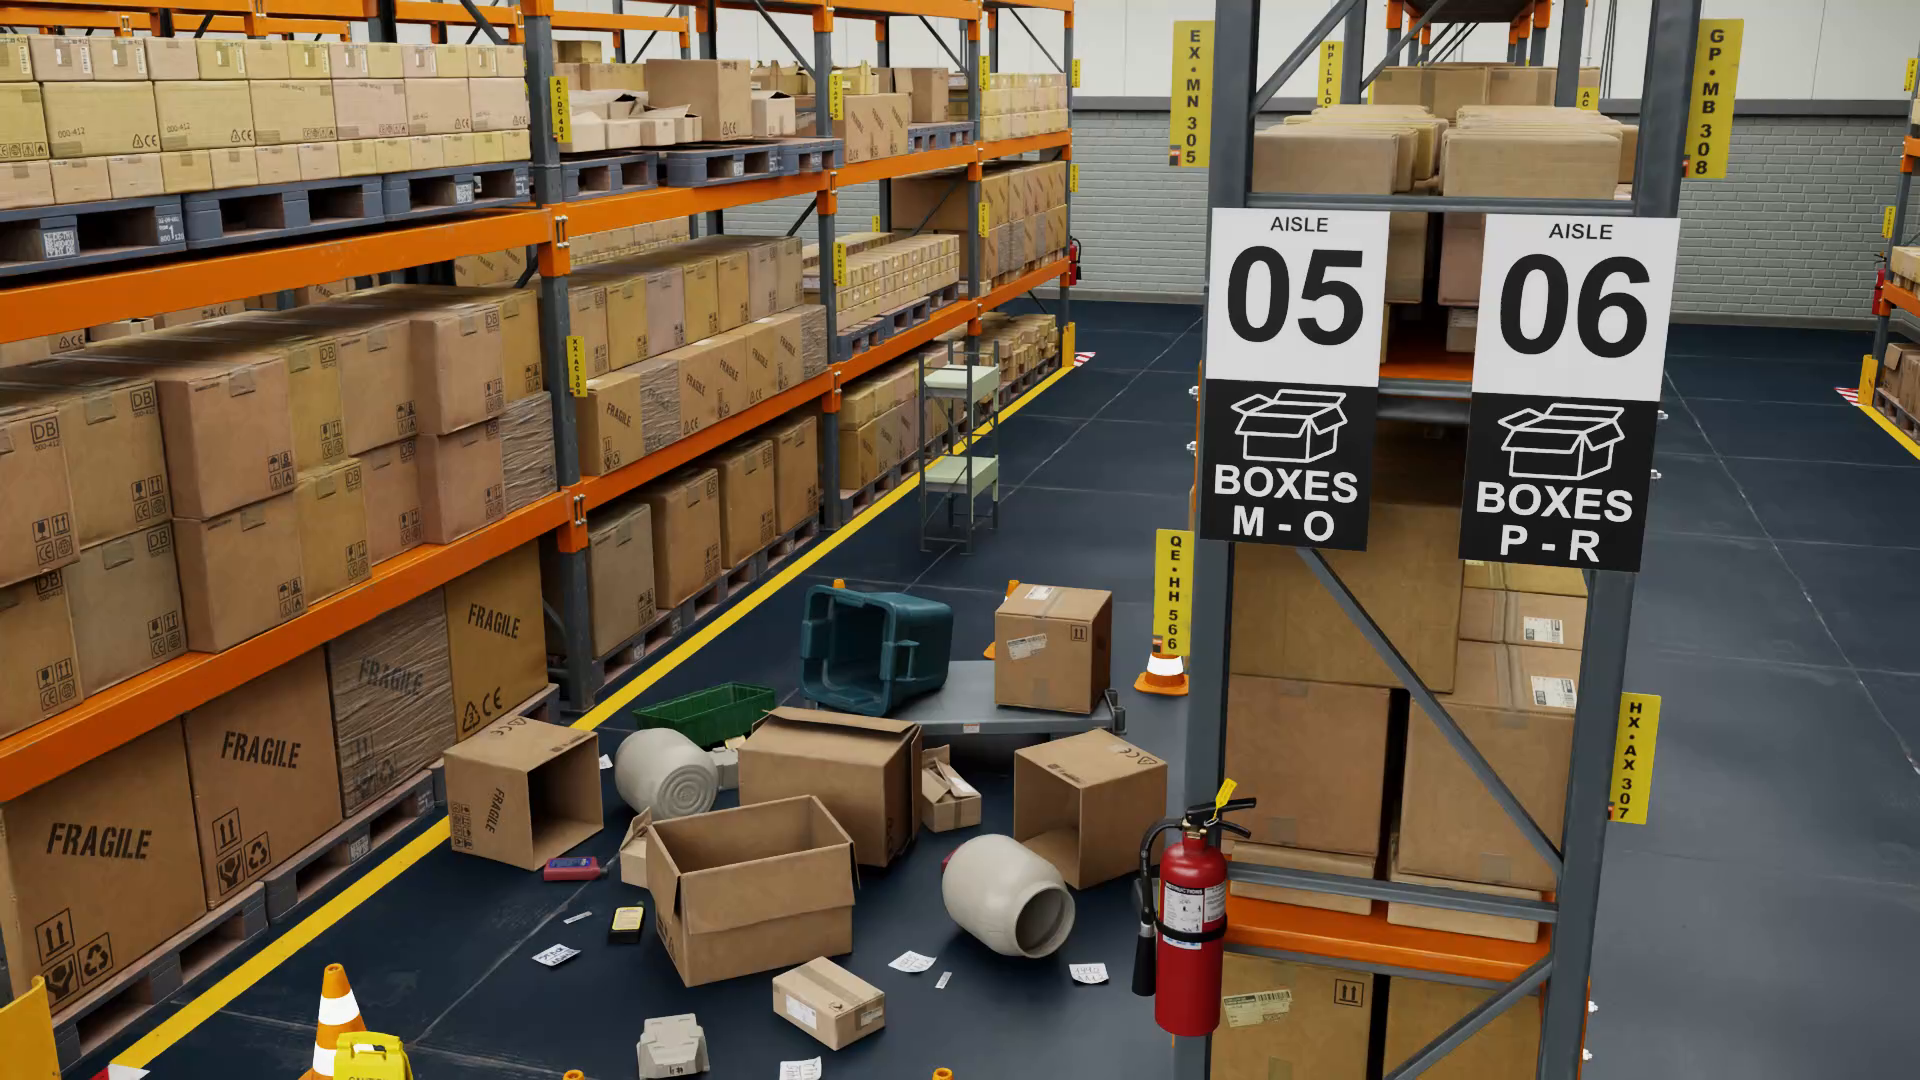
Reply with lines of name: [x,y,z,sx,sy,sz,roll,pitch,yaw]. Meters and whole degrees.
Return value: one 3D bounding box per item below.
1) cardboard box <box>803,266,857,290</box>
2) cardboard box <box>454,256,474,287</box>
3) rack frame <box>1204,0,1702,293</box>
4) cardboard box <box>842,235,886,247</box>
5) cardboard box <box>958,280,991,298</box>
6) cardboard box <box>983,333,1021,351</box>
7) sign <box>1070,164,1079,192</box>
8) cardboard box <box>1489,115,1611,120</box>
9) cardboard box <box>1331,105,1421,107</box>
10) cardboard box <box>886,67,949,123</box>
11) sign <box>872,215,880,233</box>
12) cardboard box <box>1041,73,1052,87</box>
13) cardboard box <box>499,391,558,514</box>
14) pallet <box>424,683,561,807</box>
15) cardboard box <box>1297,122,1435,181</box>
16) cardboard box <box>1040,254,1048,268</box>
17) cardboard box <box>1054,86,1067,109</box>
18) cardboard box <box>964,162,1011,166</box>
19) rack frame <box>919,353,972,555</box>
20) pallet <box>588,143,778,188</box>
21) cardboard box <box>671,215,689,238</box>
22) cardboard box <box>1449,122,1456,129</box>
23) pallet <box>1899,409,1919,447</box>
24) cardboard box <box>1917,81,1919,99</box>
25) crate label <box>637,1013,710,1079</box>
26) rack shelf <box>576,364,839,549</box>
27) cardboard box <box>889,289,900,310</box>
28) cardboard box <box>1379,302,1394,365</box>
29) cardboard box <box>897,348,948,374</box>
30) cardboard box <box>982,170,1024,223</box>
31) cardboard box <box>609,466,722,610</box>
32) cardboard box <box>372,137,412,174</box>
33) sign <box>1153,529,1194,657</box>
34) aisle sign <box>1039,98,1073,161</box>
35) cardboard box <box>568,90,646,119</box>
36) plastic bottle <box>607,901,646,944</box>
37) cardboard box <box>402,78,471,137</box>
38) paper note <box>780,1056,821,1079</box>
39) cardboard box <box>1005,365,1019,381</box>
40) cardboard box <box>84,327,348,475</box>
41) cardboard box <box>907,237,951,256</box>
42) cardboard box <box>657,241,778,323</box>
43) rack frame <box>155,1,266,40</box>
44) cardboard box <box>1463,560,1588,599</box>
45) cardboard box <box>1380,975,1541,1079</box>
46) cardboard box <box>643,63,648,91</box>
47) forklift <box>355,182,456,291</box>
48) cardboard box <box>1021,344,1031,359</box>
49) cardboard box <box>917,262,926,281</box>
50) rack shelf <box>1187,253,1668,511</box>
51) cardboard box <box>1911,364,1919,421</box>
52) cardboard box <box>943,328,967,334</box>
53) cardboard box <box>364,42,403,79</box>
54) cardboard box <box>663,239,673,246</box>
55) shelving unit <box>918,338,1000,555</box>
cardboard box: [-1.047,-2.104,13.349,0.380,0.149,0.250,4,16,14]
cardboard box: [-5.188,-2.656,16.512,0.500,0.500,0.500,4,16,15]
rack frame: [1.063,-1.996,3.374,1.000,3.000,0.127,5,16,16]
cardboard box: [-0.927,-2.833,15.921,0.380,0.149,0.250,5,17,17]
cardboard box: [0.093,-2.534,16.727,0.380,0.149,0.250,5,17,18]
cardboard box: [0.464,-2.204,18.467,0.380,0.149,0.250,5,17,16]
sign: [1.362,-4.314,19.839,0.100,0.325,0.005,5,16,16]
cardboard box: [1.970,-1.349,5.590,0.380,0.149,0.250,5,17,17]
cardboard box: [1.798,-1.805,7.197,0.380,0.149,0.250,4,16,15]
cardboard box: [-0.514,-4.209,15.722,0.700,0.500,0.500,5,16,16]
sign: [-0.824,-3.063,16.544,0.100,0.325,0.005,5,16,16]
cardboard box: [0.815,-5.145,18.601,0.380,0.149,0.250,5,17,17]
cardboard box: [-2.668,-0.488,8.778,0.875,0.550,0.550,5,16,16]
pallet: [-2.866,1.021,8.843,1.003,0.211,1.213,5,16,16]
cardboard box: [1.163,-1.122,4.789,0.380,0.149,0.250,5,17,16]
cardboard box: [0.800,-3.227,19.171,0.380,0.149,0.250,5,17,17]
cardboard box: [0.949,-5.124,19.259,0.500,0.250,0.500,4,16,14]
cardboard box: [0.316,-4.096,19.211,0.500,0.500,0.500,5,17,17]
rack frame: [-0.106,-0.624,12.281,0.400,1.500,0.023,5,16,16]
pallet: [-1.885,-2.447,10.807,1.003,0.211,1.213,5,17,18]
cardboard box: [-3.774,-3.987,21.120,0.500,0.250,0.500,4,16,15]
cardboard box: [2.227,-1.893,8.014,0.500,0.250,0.500,4,16,15]
pallet: [9.774,-1.023,16.050,1.003,0.211,1.213,5,16,16]
cardboard box: [10.003,-4.569,16.759,0.500,0.250,0.500,4,16,15]
crate label: [-1.048,1.848,6.064,0.250,0.136,0.298,-4,16,-13]
rack shelf: [-2.006,-0.690,11.085,1.077,0.370,4.000,5,16,16]
cardboard box: [-0.742,-2.089,14.390,0.380,0.149,0.250,5,17,17]
cardboard box: [0.897,-0.547,4.223,0.380,0.149,0.250,5,17,16]
cardboard box: [-0.429,-1.619,15.476,0.500,0.250,0.500,5,17,19]
cardboard box: [0.366,-3.644,17.619,0.500,0.500,0.500,5,17,17]
cardboard box: [-2.207,-0.055,10.878,1.050,0.750,0.750,5,16,16]
cardboard box: [-2.660,-1.700,7.336,0.380,0.149,0.250,5,17,17]
sign: [0.537,0.133,4.162,0.100,0.325,0.005,5,16,16]
aisle sign: [1.144,-4.899,19.841,0.394,0.787,0.004,5,16,16]
cardboard box: [-2.287,-2.639,10.351,0.500,0.311,0.500,4,16,14]
plastic bottle: [-1.405,1.611,7.036,0.133,0.061,0.283,-1,16,-3]
cardboard box: [-2.612,-1.997,7.651,0.500,0.250,0.500,5,16,16]
paper note: [-0.577,1.917,6.014,0.148,0.019,0.142,-1,16,-3]
cardboard box: [0.440,-1.850,18.309,0.380,0.149,0.250,4,16,14]
cardboard box: [-3.186,-0.588,7.153,0.875,0.550,0.500,5,16,16]
cardboard box: [-0.304,-2.783,15.745,0.380,0.149,0.250,4,16,14]
cardboard box: [-1.717,-1.840,11.803,0.700,0.500,0.500,4,16,15]
rack frame: [-6.165,-4.857,13.462,1.000,3.000,0.127,5,16,16]
cardboard box: [1.752,0.328,5.448,0.500,0.500,0.500,4,16,15]
cardboard box: [1.564,1.455,5.099,0.500,0.500,0.500,4,16,14]
cardboard box: [-3.988,-5.665,20.672,0.700,0.500,0.500,4,16,13]
forklift: [-4.840,-1.672,13.354,3.031,2.935,1.130,0,16,-1]
cardboard box: [0.588,-2.128,18.745,0.380,0.149,0.250,5,17,19]
cardboard box: [-0.521,-2.438,15.072,0.380,0.149,0.250,4,16,13]
rack shelf: [1.632,-0.730,5.726,1.077,0.370,4.000,5,16,16]
cardboard box: [9.579,-1.407,16.104,0.500,0.500,0.500,5,17,17]
cardboard box: [0.006,-2.313,18.852,0.380,0.149,0.250,5,17,17]
cardboard box: [-2.660,-2.084,7.228,0.380,0.149,0.250,5,16,16]
cardboard box: [-3.822,-3.690,20.803,0.380,0.149,0.250,5,16,16]
shelving unit: [-0.002,-0.720,12.619,0.431,1.500,0.755,5,16,16]
